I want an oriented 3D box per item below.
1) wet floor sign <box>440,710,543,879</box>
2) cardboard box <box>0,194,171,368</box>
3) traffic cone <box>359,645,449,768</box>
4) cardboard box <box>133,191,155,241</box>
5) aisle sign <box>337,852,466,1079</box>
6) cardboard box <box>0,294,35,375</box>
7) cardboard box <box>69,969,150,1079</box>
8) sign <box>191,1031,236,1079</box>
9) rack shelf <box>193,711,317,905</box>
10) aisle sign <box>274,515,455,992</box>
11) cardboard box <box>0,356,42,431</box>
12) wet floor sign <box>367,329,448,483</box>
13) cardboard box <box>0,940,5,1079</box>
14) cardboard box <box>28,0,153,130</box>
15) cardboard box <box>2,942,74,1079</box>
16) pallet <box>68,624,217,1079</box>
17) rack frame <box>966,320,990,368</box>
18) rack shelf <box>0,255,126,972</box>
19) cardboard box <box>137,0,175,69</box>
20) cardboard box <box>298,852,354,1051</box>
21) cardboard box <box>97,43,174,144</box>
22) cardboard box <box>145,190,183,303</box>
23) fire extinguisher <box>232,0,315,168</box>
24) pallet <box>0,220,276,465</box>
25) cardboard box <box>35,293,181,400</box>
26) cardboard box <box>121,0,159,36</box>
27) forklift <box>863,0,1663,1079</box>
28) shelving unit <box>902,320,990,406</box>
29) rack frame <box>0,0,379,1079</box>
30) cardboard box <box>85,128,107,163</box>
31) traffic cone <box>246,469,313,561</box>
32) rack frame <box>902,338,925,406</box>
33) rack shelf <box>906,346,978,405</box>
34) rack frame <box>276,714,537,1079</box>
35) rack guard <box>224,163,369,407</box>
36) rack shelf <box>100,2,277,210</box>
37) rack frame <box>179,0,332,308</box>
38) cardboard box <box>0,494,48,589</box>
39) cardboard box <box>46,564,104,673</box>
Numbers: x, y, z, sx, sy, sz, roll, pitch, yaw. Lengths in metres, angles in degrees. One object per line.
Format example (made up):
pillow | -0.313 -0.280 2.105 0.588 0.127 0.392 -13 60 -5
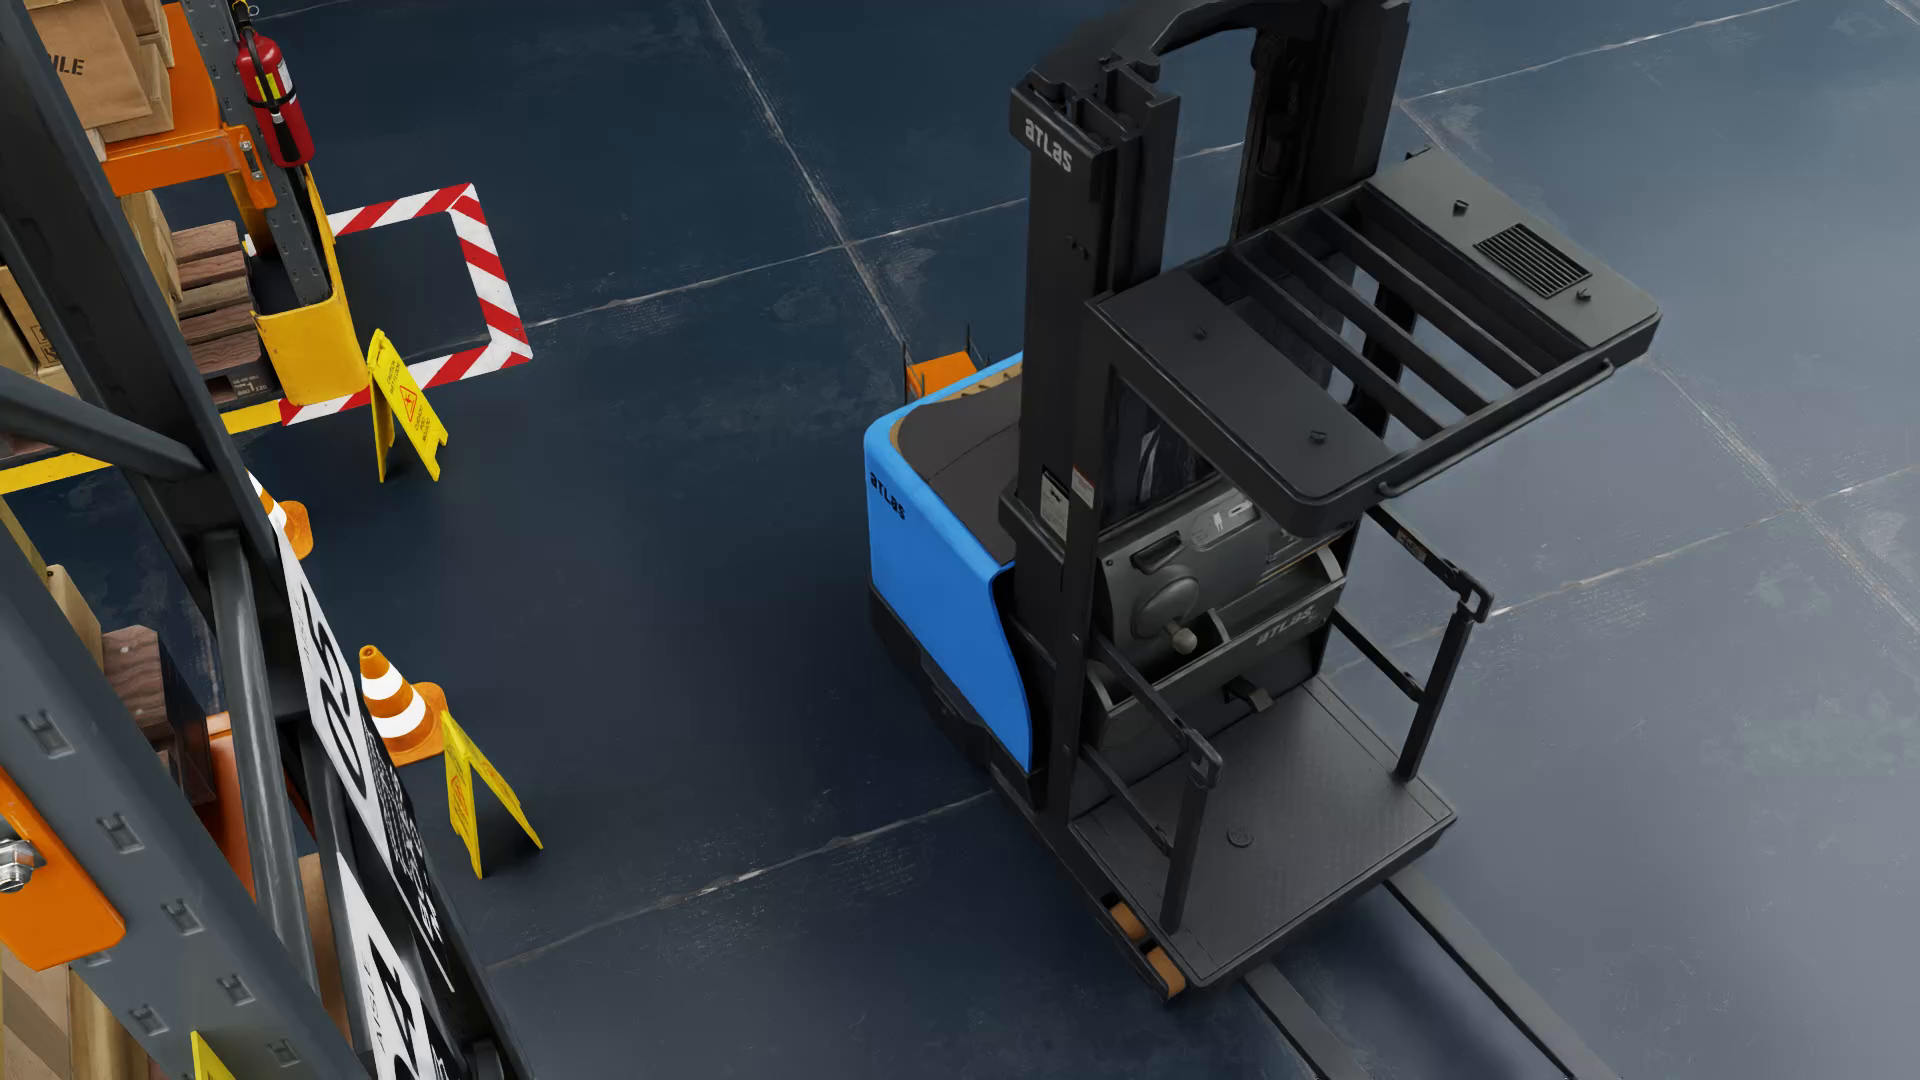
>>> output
wet floor sign | -1.593 0.805 5.474 0.232 0.644 0.267 -26 54 -20
cardboard box | -3.480 -1.083 6.585 0.500 0.500 0.500 -17 51 -14
traffic cone | -2.012 0.527 5.833 0.334 0.463 0.336 -17 52 -14
cardboard box | -3.710 -1.452 6.902 0.500 0.500 0.500 -19 52 -15
aisle sign | -0.692 0.780 2.230 0.004 0.787 0.394 -17 52 -14
cardboard box | -3.961 -0.931 6.455 0.500 0.500 0.500 -15 51 -13
cardboard box | -1.051 0.705 1.854 0.250 0.149 0.380 -17 52 -14
sign | -0.679 0.582 1.605 0.005 0.325 0.100 -17 52 -14
rack shelf | -2.723 1.267 2.022 4.000 0.370 1.077 -17 52 -14
aisle sign | -0.919 0.359 2.592 0.004 0.787 0.394 -17 52 -14
cardboard box | -3.966 -0.688 6.740 0.500 0.250 0.500 -17 51 -14
wet floor sign | -2.256 -0.547 6.635 0.232 0.644 0.267 -2 49 -1
cardboard box | -1.055 0.447 1.550 0.250 0.149 0.380 -17 51 -14
cardboard box | -3.235 -1.791 5.890 0.500 0.500 0.500 -18 52 -15
cardboard box | -1.219 0.579 1.700 0.500 0.250 0.500 -17 51 -14
pallet | -1.554 0.708 2.086 1.213 0.211 1.003 -17 52 -14
rack frame | 0.063 -0.363 6.210 0.008 1.050 0.200 -18 52 -15
rack shelf | -2.723 0.420 1.036 4.000 0.370 1.077 -17 52 -14
cardboard box | -3.229 -1.977 6.477 0.250 0.149 0.380 -17 51 -14
cardboard box | -1.229 1.115 2.845 0.550 0.550 0.875 -17 52 -14
cardboard box | -3.102 -1.672 6.215 0.250 0.149 0.380 -16 51 -13
cardboard box | -3.688 -1.215 7.192 0.500 0.250 0.500 -18 52 -15
fire extinguisher | -2.556 -1.695 6.120 0.183 0.674 0.296 -17 52 -14
pallet | -3.672 -0.872 7.201 1.213 0.211 1.003 -17 52 -14
cardboard box | -3.505 -0.824 6.857 0.500 0.250 0.500 -17 52 -14
cardboard box | -3.380 -2.199 6.240 0.500 0.500 0.500 -18 52 -15
forklift | 0.901 0.091 4.581 1.130 2.935 3.031 -27 55 -21
shelving unit | -0.050 -0.327 6.179 0.252 1.050 0.215 -18 52 -15
rack frame | -0.871 -0.518 1.104 0.127 3.000 1.000 -17 52 -14
cardboard box | -3.294 -1.521 6.085 0.250 0.149 0.380 -18 52 -15
traffic cone | -2.747 -0.155 6.419 0.334 0.463 0.336 -17 52 -14
rack frame | -0.163 -0.292 6.149 0.008 1.050 0.200 -18 52 -15
rack shelf | -0.050 -0.505 5.972 0.240 0.259 0.215 -18 52 -15
rack frame | -0.871 1.437 3.380 0.127 3.000 1.000 -17 52 -14
rack guard | -2.907 -1.175 7.270 0.348 0.500 1.175 -17 52 -14
rack shelf | -4.688 -1.203 6.121 4.000 0.370 1.077 -17 52 -14
rack frame | -2.836 -2.011 6.340 0.127 3.000 1.000 -17 52 -14
cardboard box | -1.415 0.200 2.025 0.500 0.250 0.500 -17 52 -14
cardboard box | -1.310 0.245 2.249 0.250 0.149 0.380 -17 51 -14
